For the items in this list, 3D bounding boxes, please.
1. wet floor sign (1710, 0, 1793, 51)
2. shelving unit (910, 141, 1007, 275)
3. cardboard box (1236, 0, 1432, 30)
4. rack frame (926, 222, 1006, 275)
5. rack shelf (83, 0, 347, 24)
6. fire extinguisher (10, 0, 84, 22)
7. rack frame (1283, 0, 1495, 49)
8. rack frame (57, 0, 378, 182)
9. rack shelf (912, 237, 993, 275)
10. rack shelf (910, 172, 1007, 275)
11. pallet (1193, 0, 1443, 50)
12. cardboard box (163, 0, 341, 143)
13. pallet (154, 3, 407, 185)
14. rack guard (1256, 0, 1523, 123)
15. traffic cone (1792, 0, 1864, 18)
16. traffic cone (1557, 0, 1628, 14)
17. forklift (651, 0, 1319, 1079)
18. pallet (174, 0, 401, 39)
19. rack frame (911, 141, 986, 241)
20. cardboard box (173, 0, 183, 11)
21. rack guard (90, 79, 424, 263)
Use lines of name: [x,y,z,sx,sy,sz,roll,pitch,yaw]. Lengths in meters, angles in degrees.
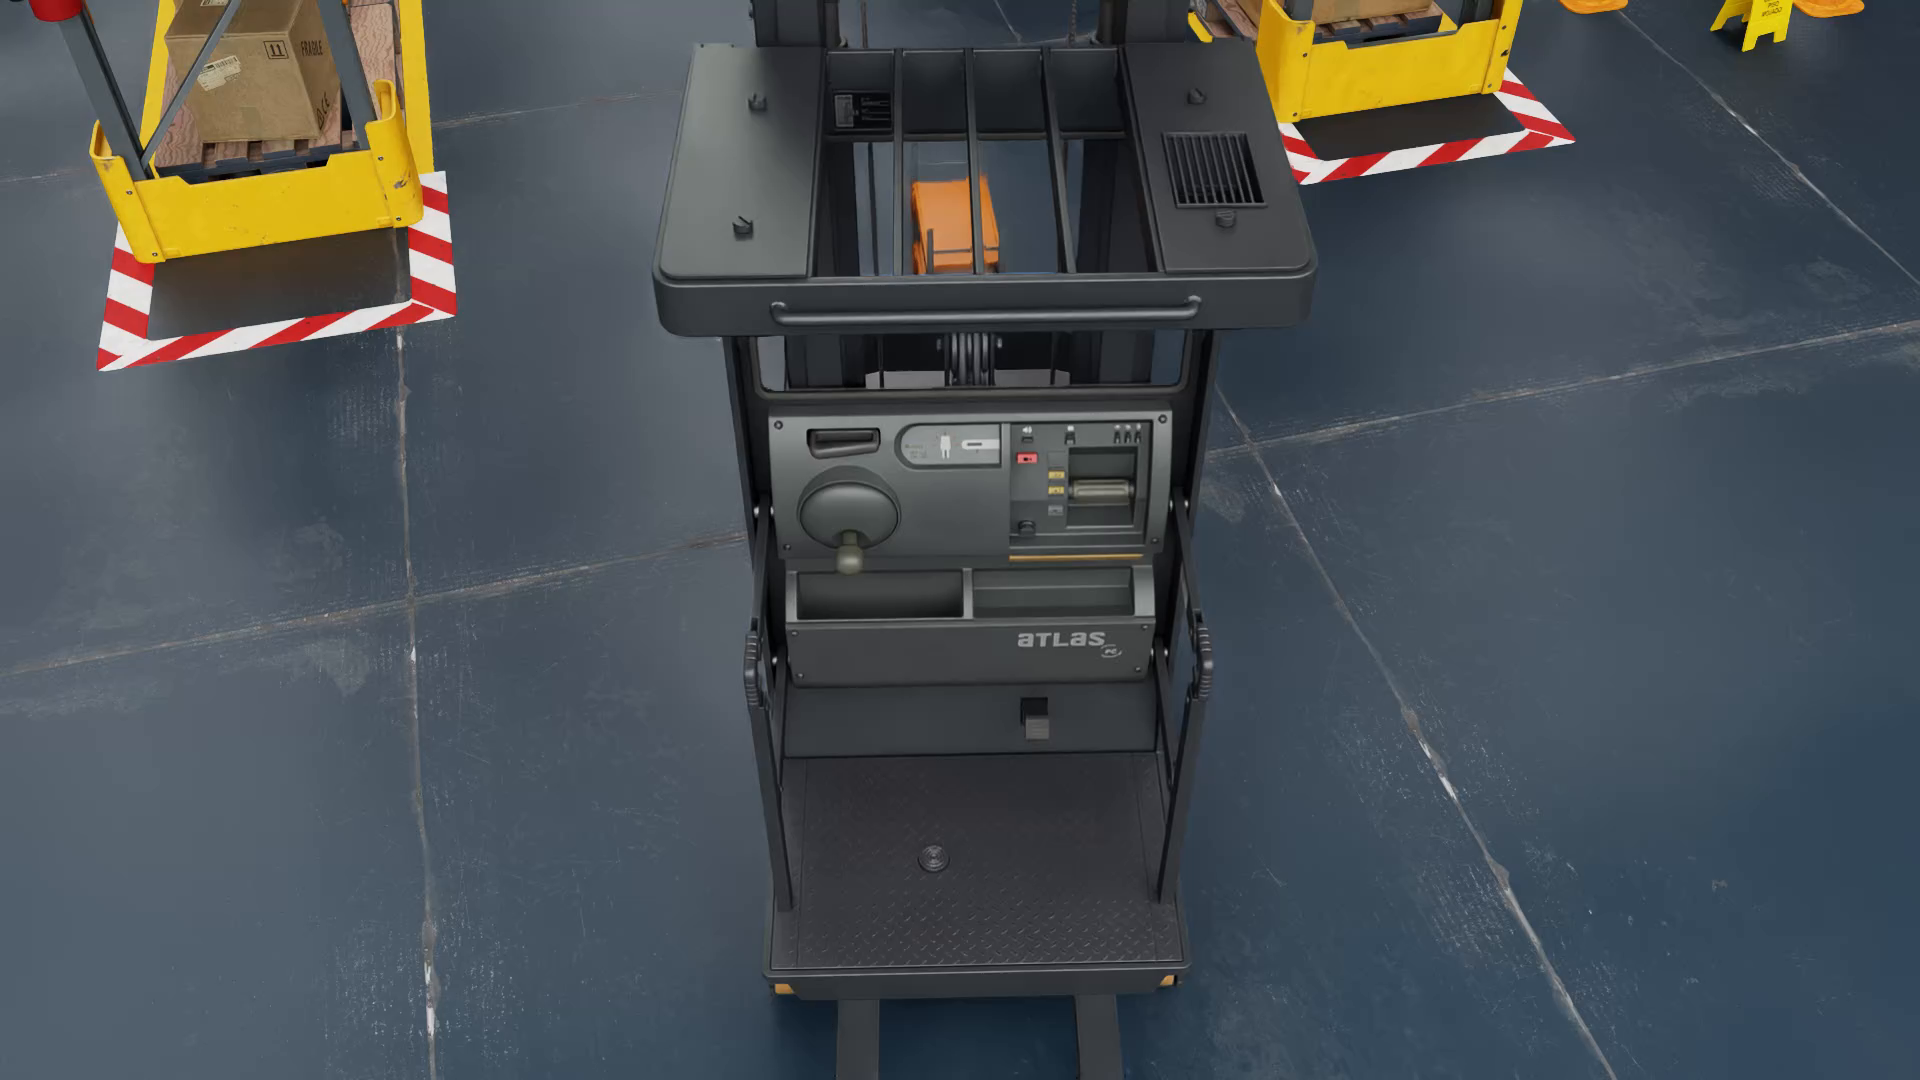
wet floor sign: [3.874,-2.710,7.954,0.267,0.644,0.232,-18,48,-17]
shelving unit: [-0.009,-0.696,5.592,0.258,1.200,0.503,-5,46,-4]
cardboard box: [1.715,-3.051,7.834,0.875,0.875,0.875,-10,47,-10]
rack frame: [0.018,-0.522,5.422,0.240,1.200,0.015,-5,46,-4]
rack shelf: [-3.380,-3.484,7.568,1.077,0.370,4.000,-11,47,-10]
fire extinguisher: [-3.284,-2.165,5.825,0.296,0.674,0.183,-11,47,-10]
rack frame: [1.952,-3.192,6.778,1.000,3.000,0.127,-11,47,-10]
rack frame: [-2.868,-2.355,5.958,1.000,3.000,0.127,-11,47,-10]
rack shelf: [-0.009,-0.805,5.480,0.258,0.148,0.480,-5,46,-4]
rack shelf: [-0.009,-0.971,5.311,0.258,0.148,0.480,-5,46,-4]
pallet: [1.672,-2.754,8.301,1.003,0.211,1.213,-11,47,-10]
cardboard box: [-3.012,-2.061,7.126,0.500,0.500,0.500,-3,46,-3]
pallet: [-3.062,-1.999,7.561,1.003,0.211,1.213,-11,47,-10]
rack guard: [1.958,-2.300,7.654,1.175,0.500,0.348,-11,47,-10]
traffic cone: [4.368,-2.902,8.270,0.336,0.463,0.334,-11,47,-10]
traffic cone: [3.189,-2.930,8.298,0.336,0.463,0.334,-11,47,-10]
forklift: [0.033,-0.028,3.726,1.130,2.935,3.031,-1,46,-1]
pallet: [-3.370,-2.839,8.385,1.003,0.211,1.213,-11,47,-10]
rack frame: [-0.036,-0.869,5.761,0.240,1.200,0.015,-5,46,-4]
cardboard box: [-3.198,-2.468,7.524,0.500,0.500,0.500,0,46,0]
rack guard: [-2.888,-1.532,6.902,1.175,0.500,0.348,-11,47,-10]
